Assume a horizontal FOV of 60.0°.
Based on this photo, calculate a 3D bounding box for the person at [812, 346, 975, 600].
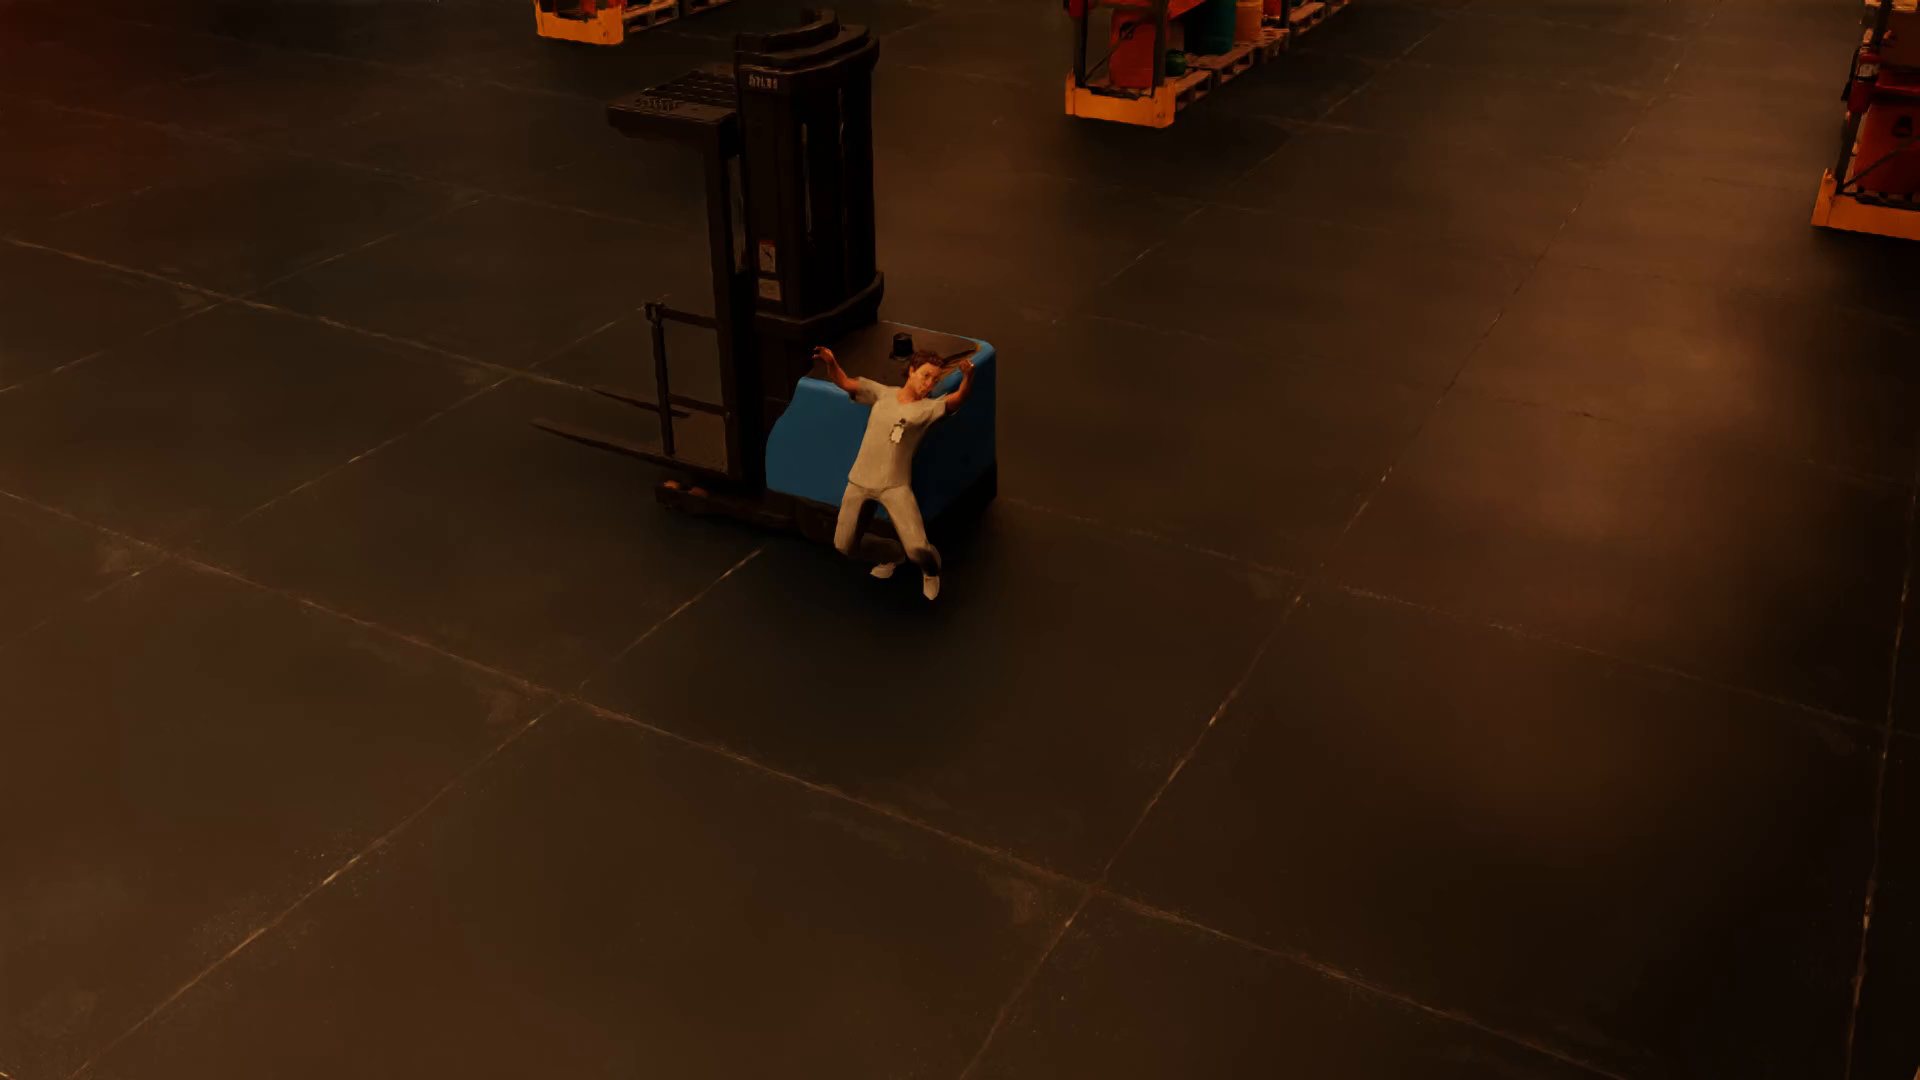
[{"bbox_3d":[-0.284,-0.388,9.138,0.850,1.537,0.729,14,33,23],"label":"person"}]

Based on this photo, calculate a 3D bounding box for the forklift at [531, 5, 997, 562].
[{"bbox_3d":[-1.318,-1.644,9.919,3.031,2.935,1.130,15,33,24],"label":"forklift"}]
